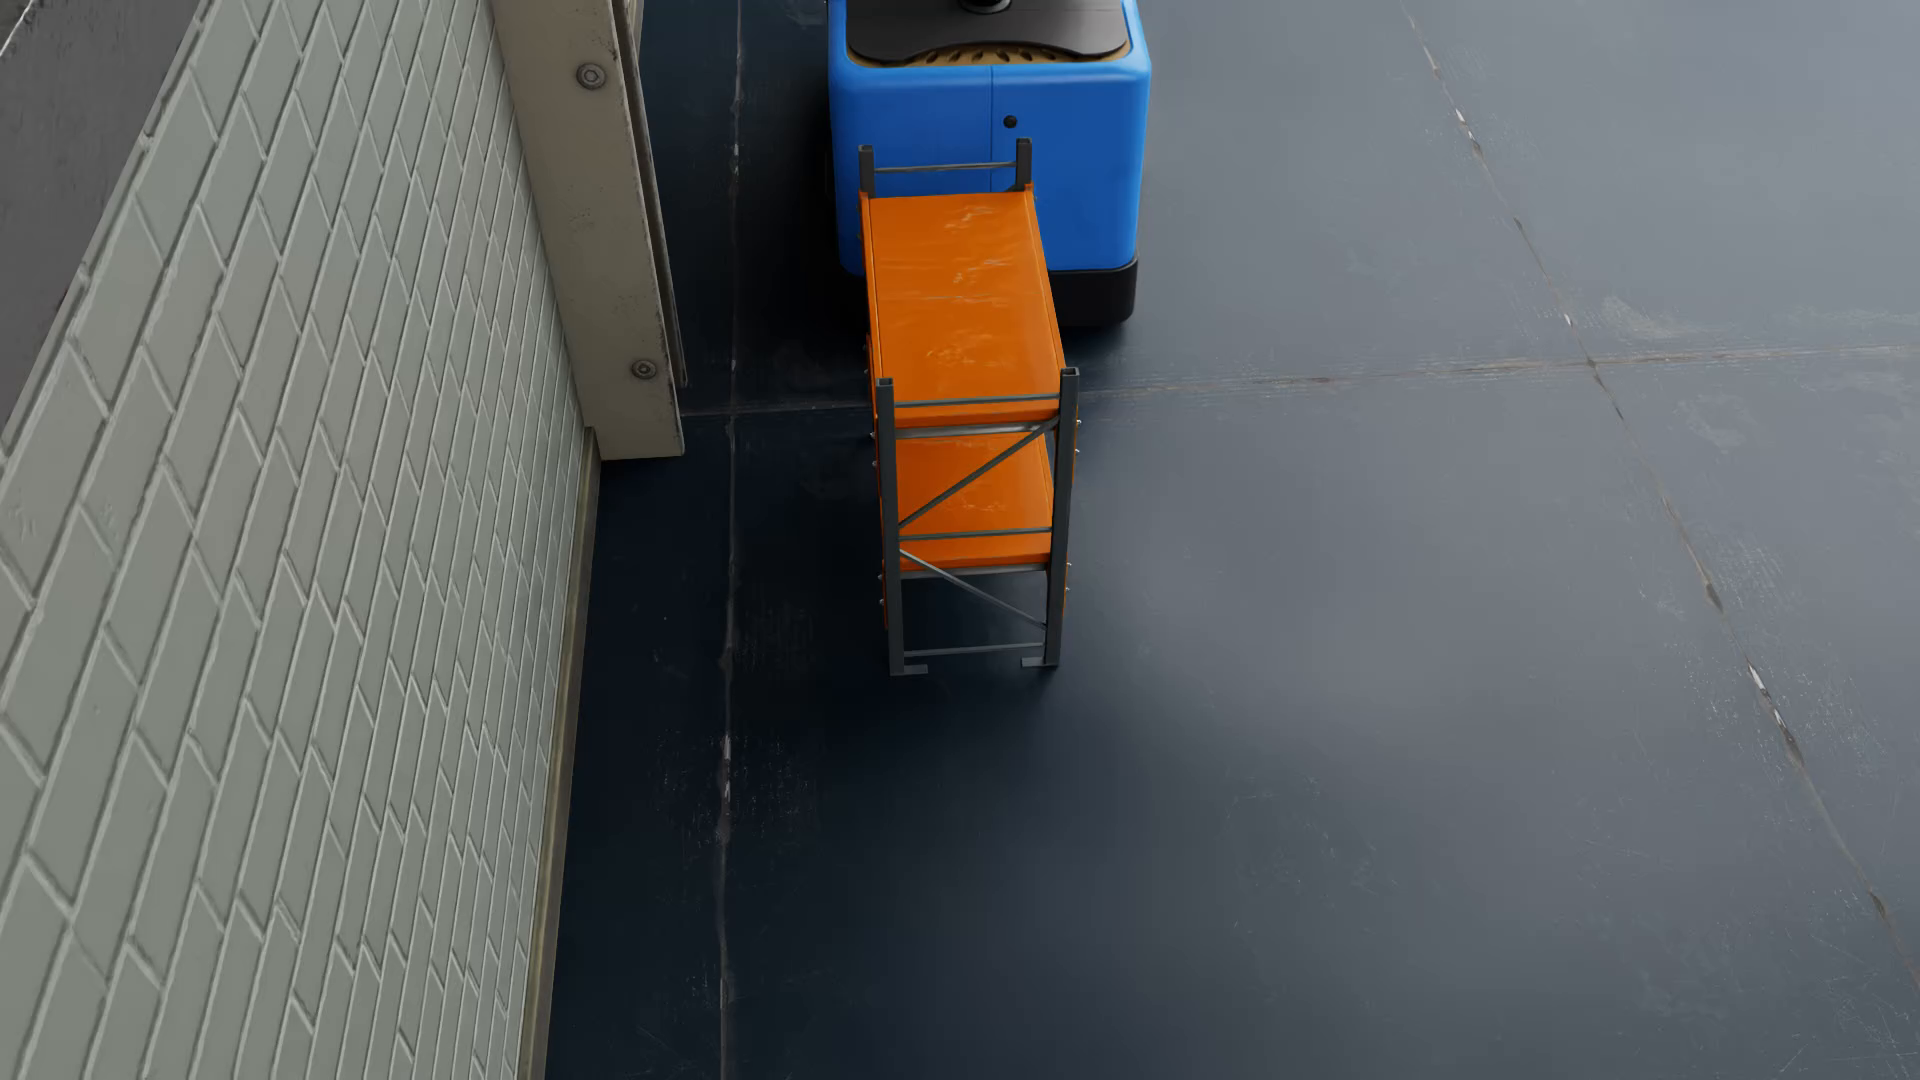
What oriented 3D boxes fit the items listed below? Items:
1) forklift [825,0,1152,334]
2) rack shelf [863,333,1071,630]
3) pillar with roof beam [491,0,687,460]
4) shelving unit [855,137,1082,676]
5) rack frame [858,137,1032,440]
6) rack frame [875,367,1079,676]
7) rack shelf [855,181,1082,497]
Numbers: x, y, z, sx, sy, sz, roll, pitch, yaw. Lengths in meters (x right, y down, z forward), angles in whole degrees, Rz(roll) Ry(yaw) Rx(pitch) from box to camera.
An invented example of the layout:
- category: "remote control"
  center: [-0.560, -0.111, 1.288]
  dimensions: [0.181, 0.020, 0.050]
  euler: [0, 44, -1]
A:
- category: "forklift"
  center: [0.022, -2.796, 5.879]
  dimensions: [1.130, 2.935, 3.031]
  euler: [-2, 47, -2]
- category: "rack shelf"
  center: [0.001, -0.214, 5.014]
  dimensions: [0.538, 0.278, 1.000]
  euler: [-3, 47, -3]
- category: "pillar with roof beam"
  center: [3.203, -3.771, 2.624]
  dimensions: [9.100, 9.000, 0.400]
  euler: [-3, 47, -3]
- category: "shelving unit"
  center: [0.001, -0.382, 4.837]
  dimensions: [0.538, 1.125, 1.048]
  euler: [-3, 47, -3]
- category: "rack frame"
  center: [-0.042, -0.750, 5.185]
  dimensions: [0.500, 1.125, 0.032]
  euler: [-3, 47, -3]
- category: "rack frame"
  center: [0.043, -0.014, 4.489]
  dimensions: [0.500, 1.125, 0.032]
  euler: [-3, 47, -3]
- category: "rack shelf"
  center: [0.001, -0.583, 4.624]
  dimensions: [0.538, 0.278, 1.000]
  euler: [-3, 47, -3]
